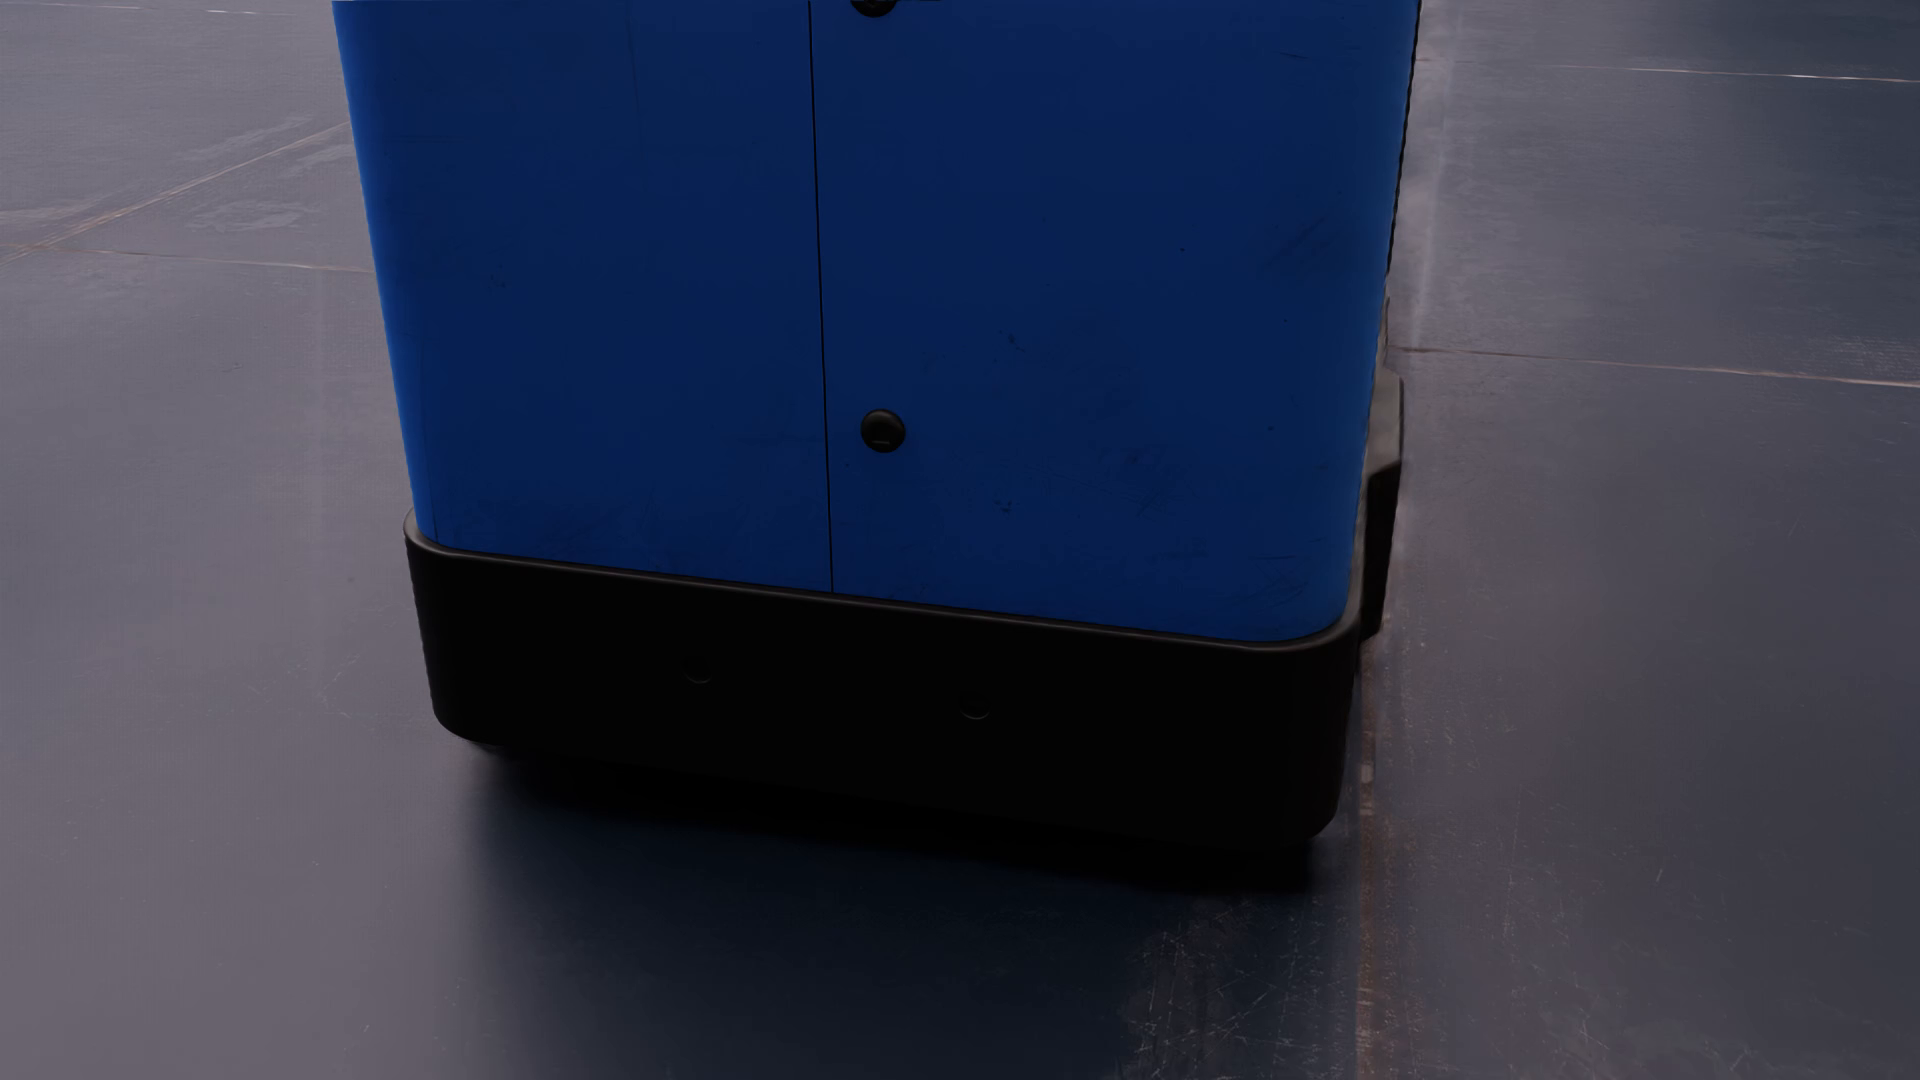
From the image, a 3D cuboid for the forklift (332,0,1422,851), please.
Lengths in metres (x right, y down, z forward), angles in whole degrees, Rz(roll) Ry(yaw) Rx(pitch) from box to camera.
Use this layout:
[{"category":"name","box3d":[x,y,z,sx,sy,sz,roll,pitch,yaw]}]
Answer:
[{"category":"forklift","box3d":[0.222,-1.633,2.482,1.130,2.935,3.031,6,27,12]}]
